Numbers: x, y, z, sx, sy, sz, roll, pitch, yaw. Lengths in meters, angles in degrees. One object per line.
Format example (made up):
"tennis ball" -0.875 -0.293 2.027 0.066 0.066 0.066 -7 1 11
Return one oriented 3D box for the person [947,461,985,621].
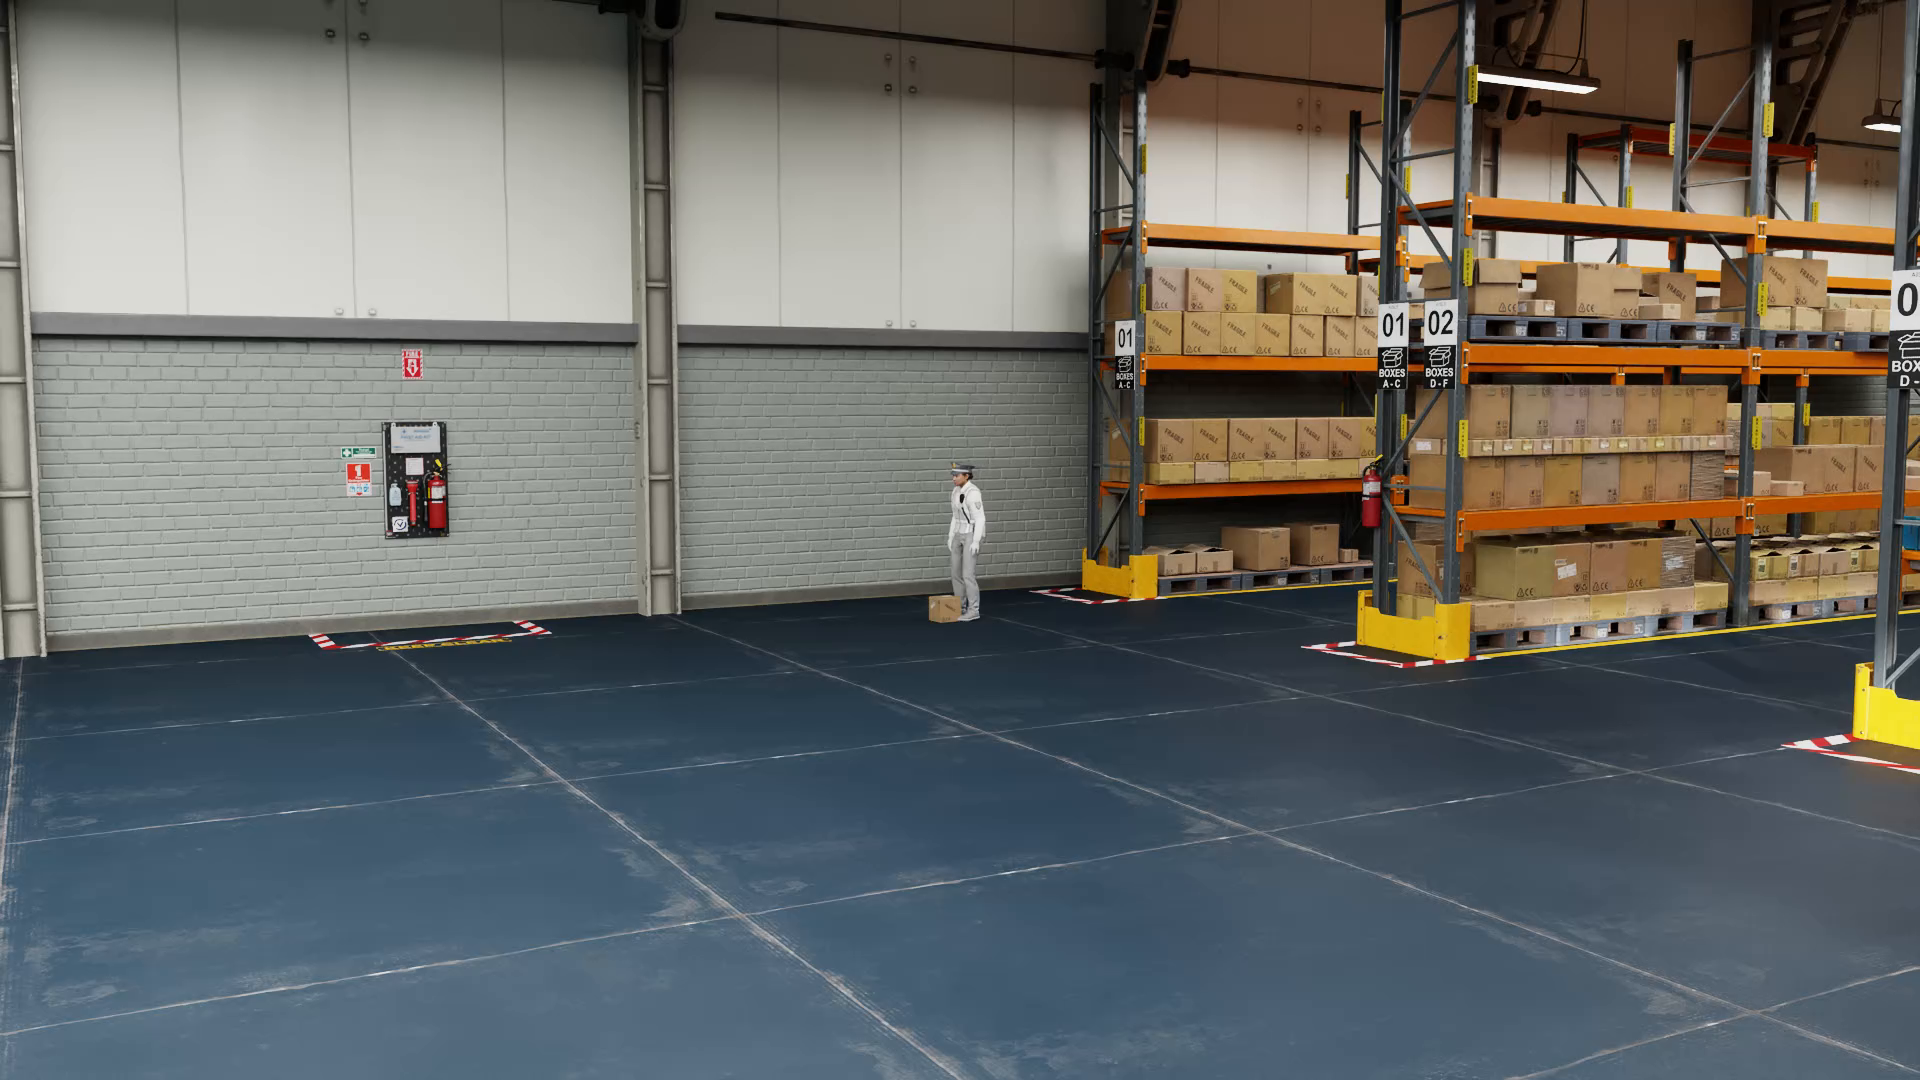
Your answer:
"person" 0.056 0.005 17.420 0.375 1.664 0.546 -3 6 -32
